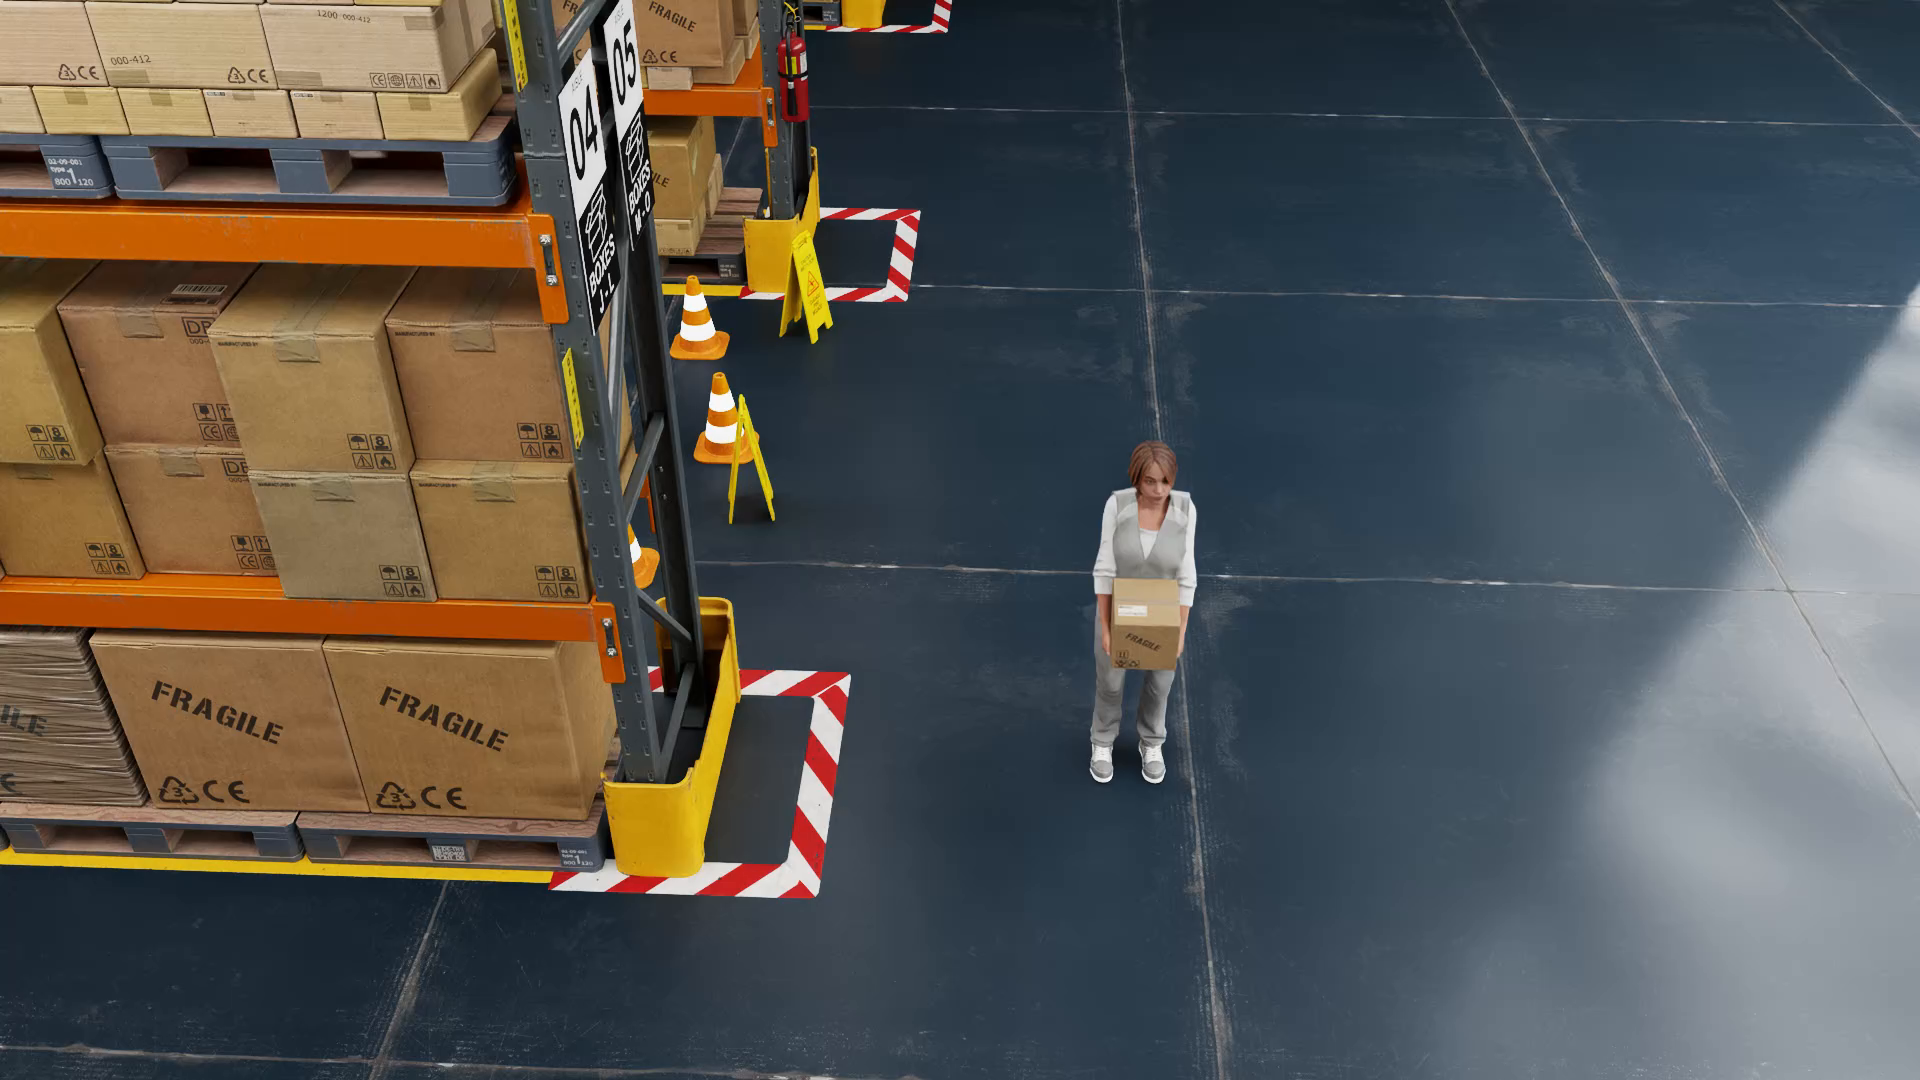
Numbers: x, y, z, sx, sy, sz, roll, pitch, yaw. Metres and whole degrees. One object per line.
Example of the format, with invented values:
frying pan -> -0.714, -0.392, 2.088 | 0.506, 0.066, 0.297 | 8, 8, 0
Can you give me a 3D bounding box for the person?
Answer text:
person -> 0.721, 0.355, 6.641 | 0.404, 1.596, 0.490 | 2, 36, 2
